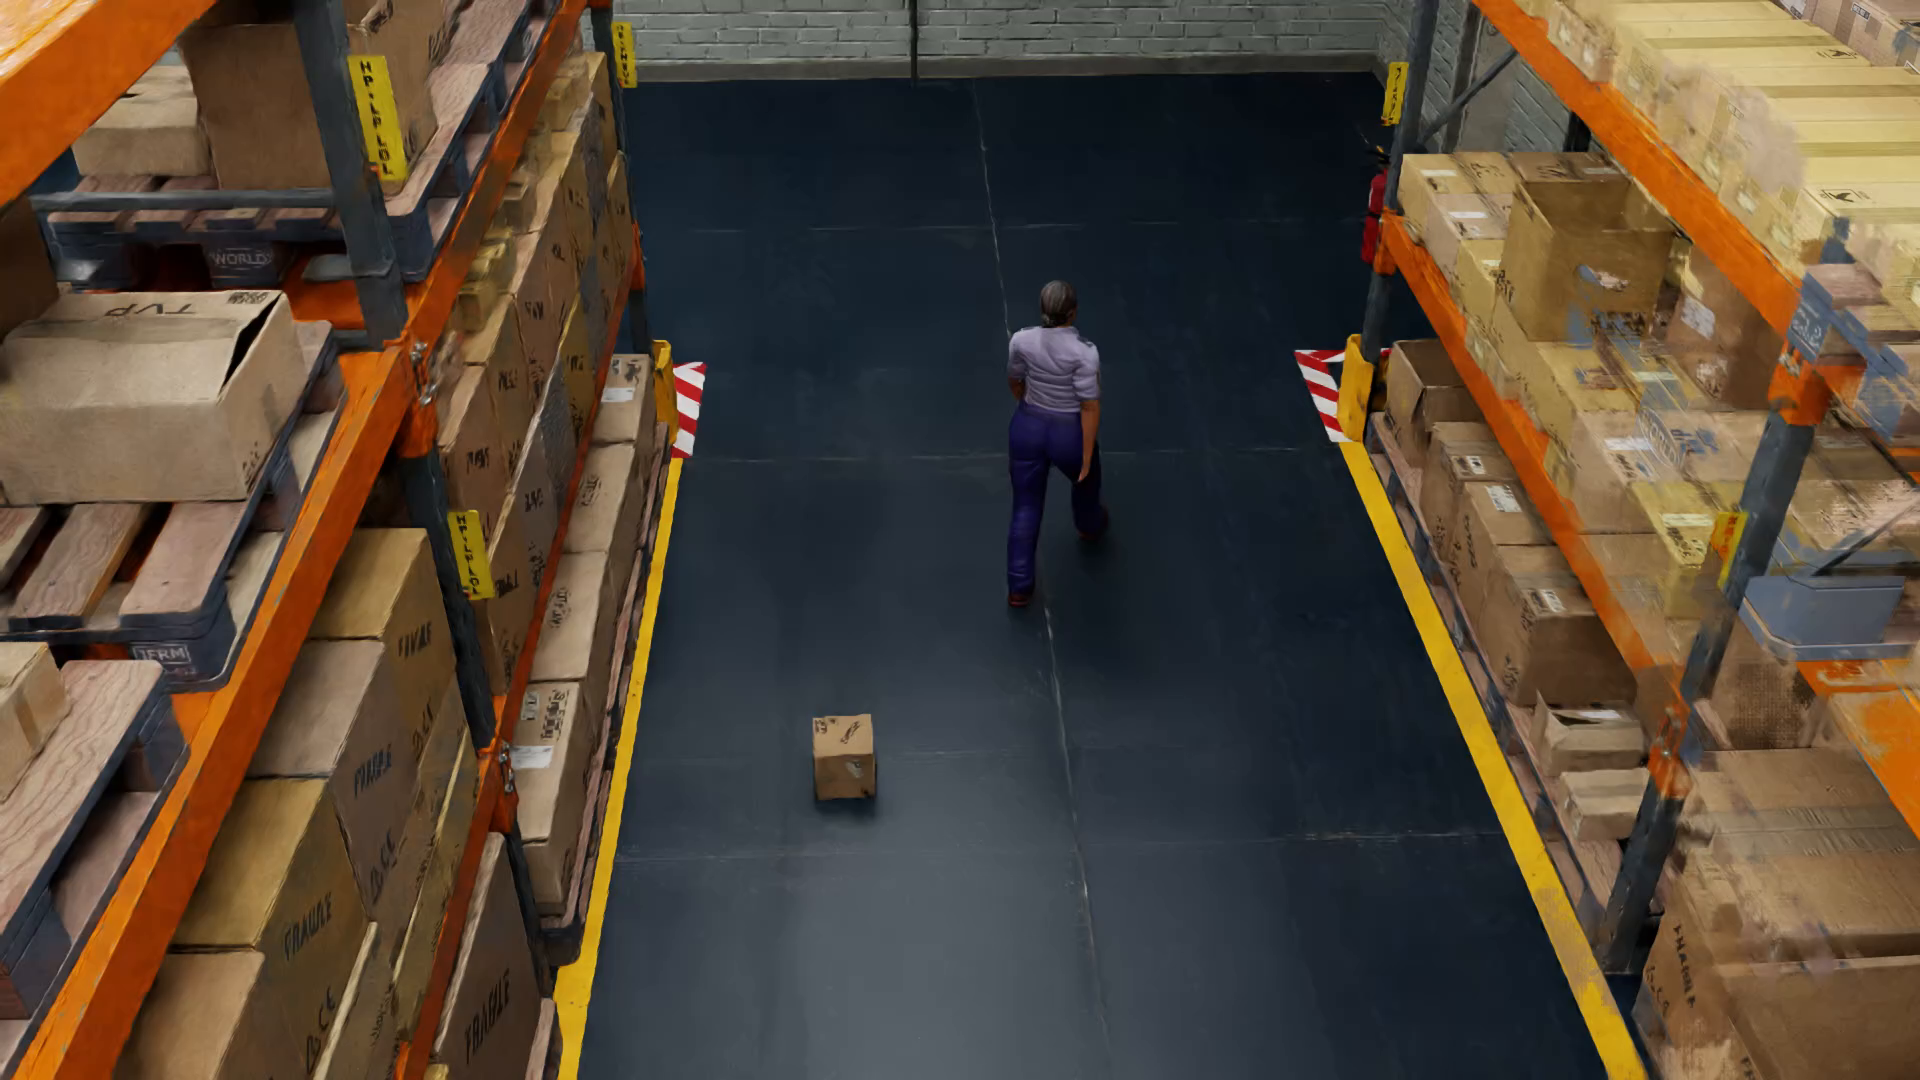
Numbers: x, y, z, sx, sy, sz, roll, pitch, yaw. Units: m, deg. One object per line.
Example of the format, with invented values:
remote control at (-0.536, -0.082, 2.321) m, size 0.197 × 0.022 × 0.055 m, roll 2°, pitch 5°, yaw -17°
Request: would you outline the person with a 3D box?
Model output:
person at (-0.682, -0.969, 7.509) m, size 0.495 × 1.578 × 0.972 m, roll 11°, pitch 37°, yaw 15°
